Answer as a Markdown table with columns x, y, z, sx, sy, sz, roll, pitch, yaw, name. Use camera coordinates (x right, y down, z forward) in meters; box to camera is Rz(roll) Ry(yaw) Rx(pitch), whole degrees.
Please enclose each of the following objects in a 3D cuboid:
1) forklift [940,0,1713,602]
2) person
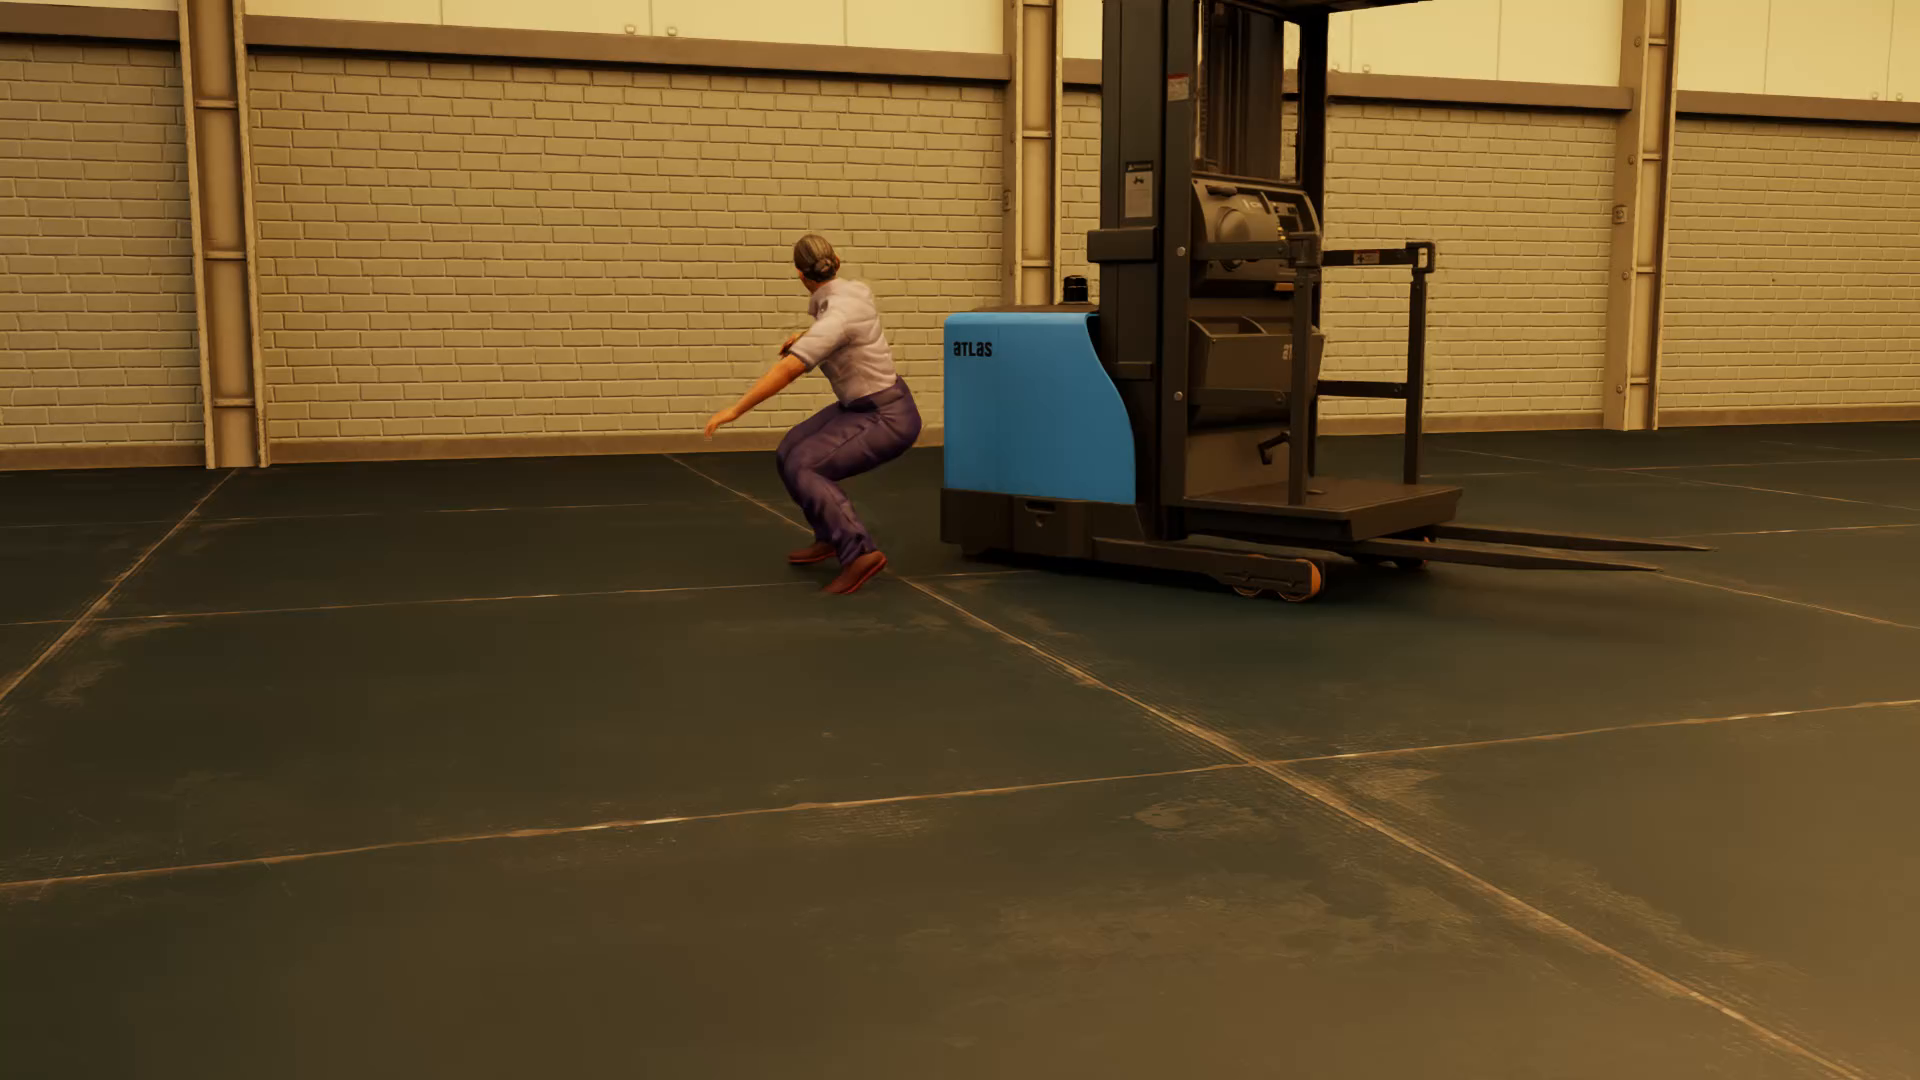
| x | y | z | sx | sy | sz | roll | pitch | yaw | name |
| --- | --- | --- | --- | --- | --- | --- | --- | --- | --- |
| 1.369 | -1.299 | 6.599 | 3.031 | 2.935 | 1.130 | 6 | 10 | 39 | forklift |
| -0.579 | -0.504 | 6.657 | 0.847 | 1.416 | 0.745 | -1 | 8 | -4 | person |
